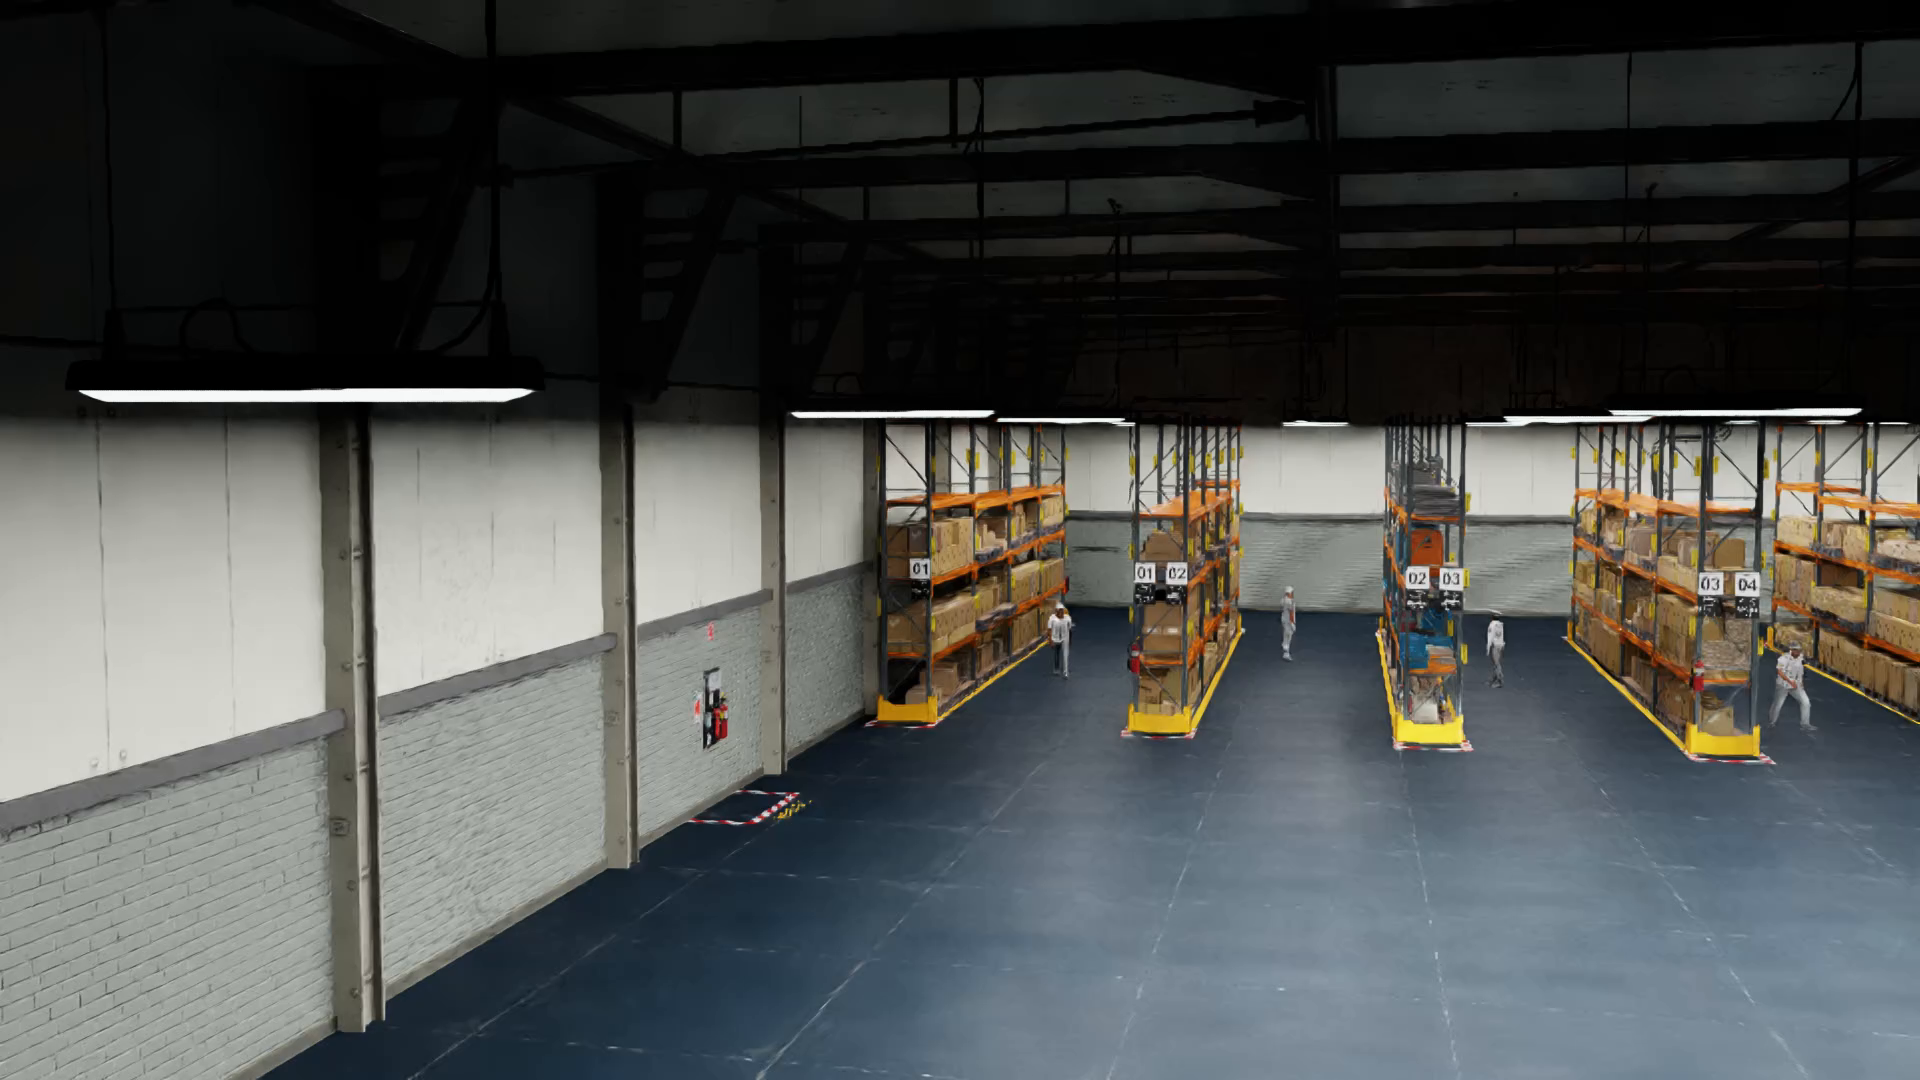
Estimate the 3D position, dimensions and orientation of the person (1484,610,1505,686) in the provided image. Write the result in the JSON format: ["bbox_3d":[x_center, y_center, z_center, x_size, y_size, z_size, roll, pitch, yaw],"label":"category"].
[{"bbox_3d":[11.850,2.381,36.876,0.544,1.667,0.573,4,5,45],"label":"person"}]

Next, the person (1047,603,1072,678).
[{"bbox_3d":[2.284,2.284,38.092,0.569,1.709,1.035,0,4,4],"label":"person"}]

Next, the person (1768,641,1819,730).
[{"bbox_3d":[15.753,2.739,31.521,0.702,1.695,0.808,0,4,-6],"label":"person"}]

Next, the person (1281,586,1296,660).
[{"bbox_3d":[8.119,2.034,40.998,0.398,1.793,0.659,-1,4,-9],"label":"person"}]
